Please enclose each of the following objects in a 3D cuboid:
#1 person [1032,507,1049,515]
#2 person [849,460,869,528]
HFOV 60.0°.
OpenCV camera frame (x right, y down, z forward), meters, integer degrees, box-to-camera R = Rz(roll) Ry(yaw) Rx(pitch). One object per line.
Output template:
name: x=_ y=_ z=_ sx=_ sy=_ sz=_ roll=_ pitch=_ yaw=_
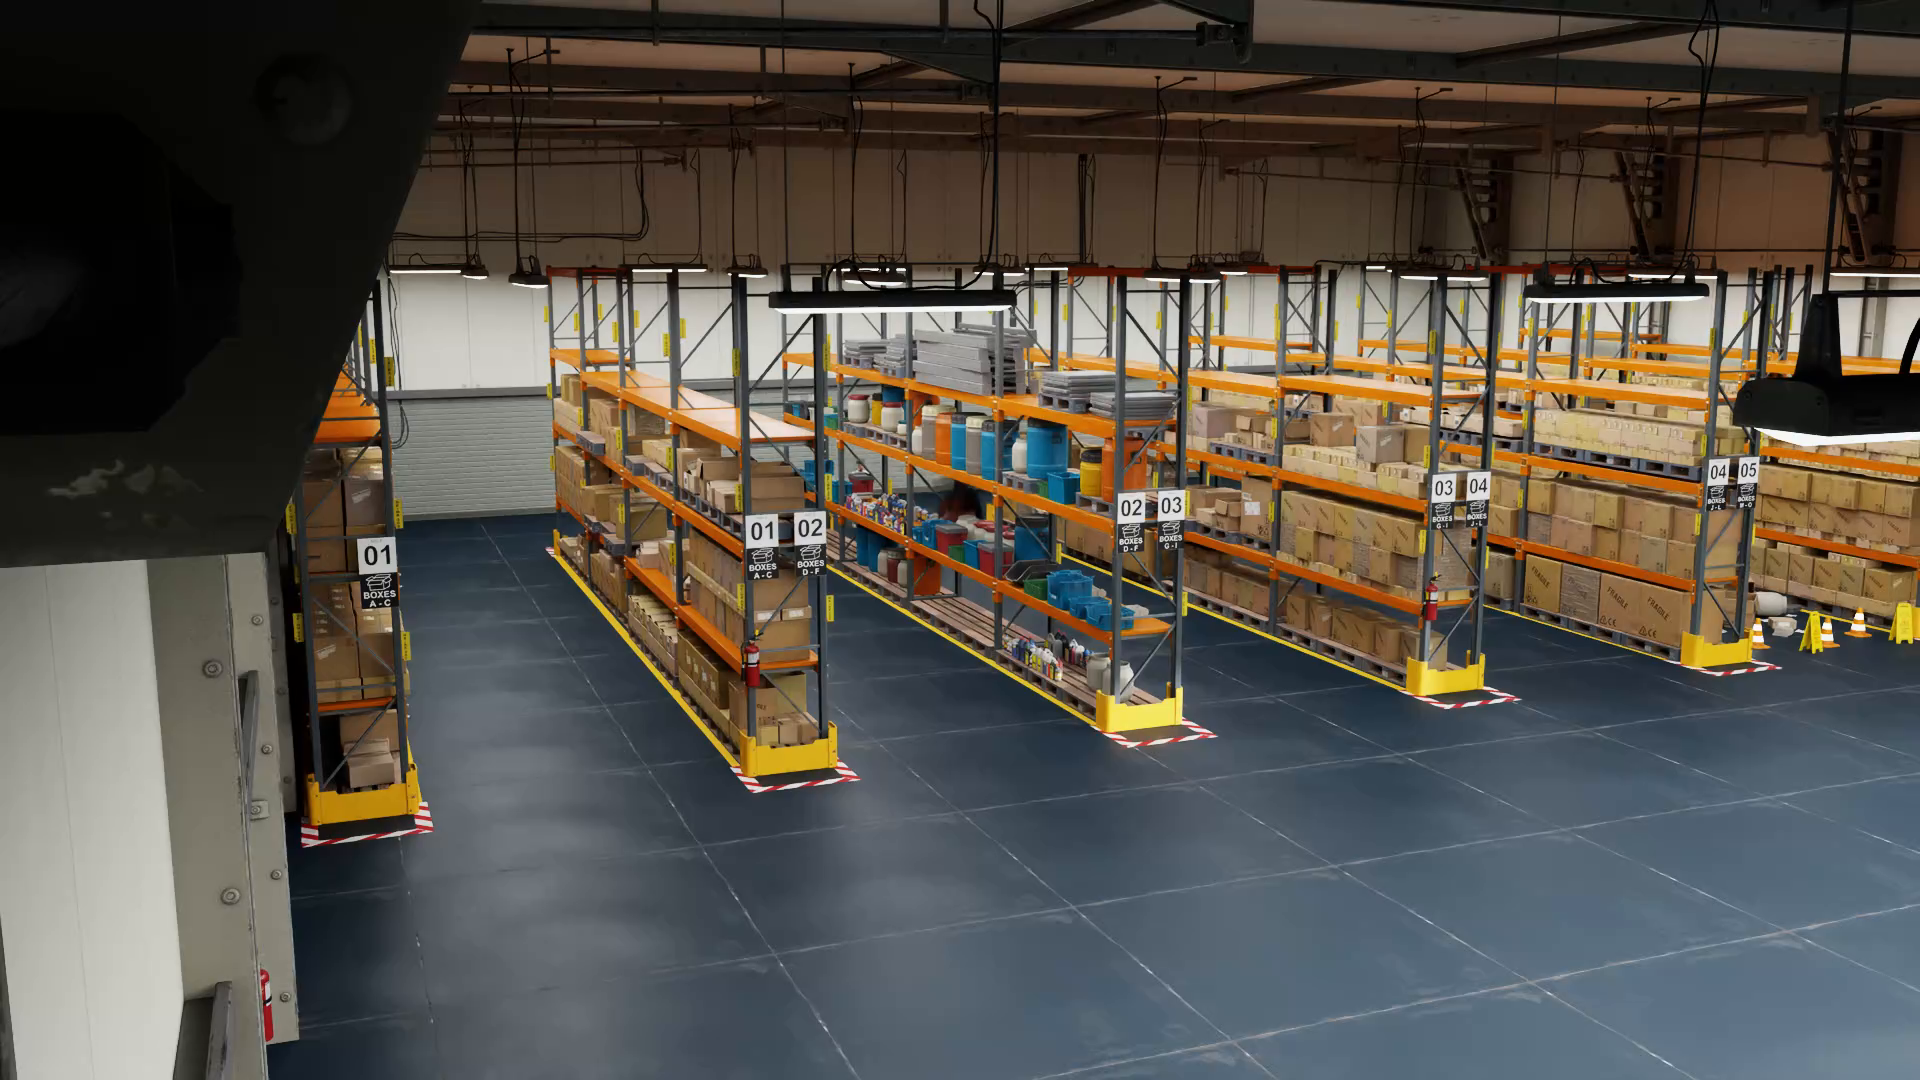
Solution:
person: x=1.536 y=-0.260 z=31.577 sx=0.374 sy=1.680 sz=0.457 roll=-3 pitch=10 yaw=-15
person: x=-2.228 y=-1.024 z=37.726 sx=0.531 sy=1.629 sz=0.959 roll=-5 pitch=11 yaw=-28
